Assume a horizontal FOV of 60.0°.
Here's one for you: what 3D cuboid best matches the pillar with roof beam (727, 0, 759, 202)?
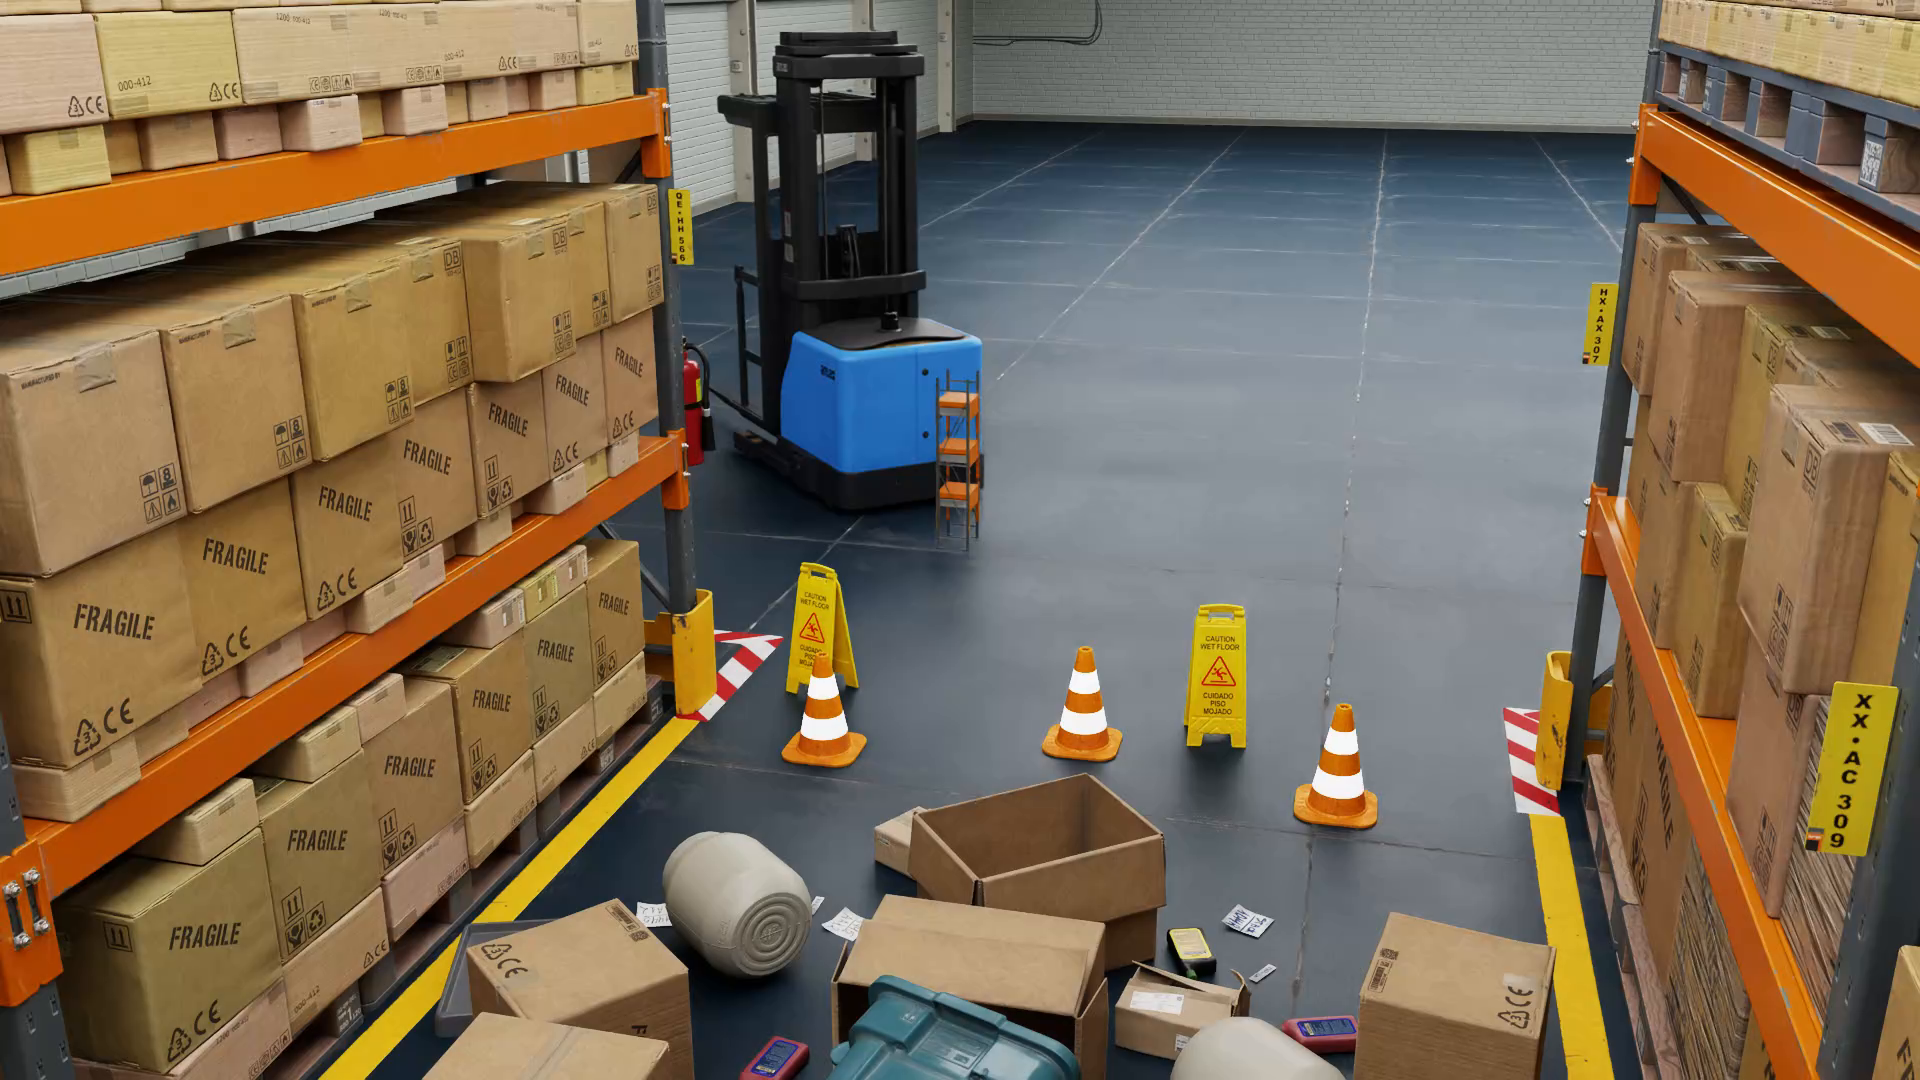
[{"bbox_3d":[0.961,-9.104,22.921,9.100,9.000,0.400,5,19,13],"label":"pillar with roof beam"}]

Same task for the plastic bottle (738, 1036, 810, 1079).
[{"bbox_3d":[-0.596,1.668,5.210,0.133,0.061,0.283,8,21,23],"label":"plastic bottle"}]

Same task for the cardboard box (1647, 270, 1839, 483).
[{"bbox_3d":[2.630,-0.485,5.064,0.875,0.550,0.550,5,19,13],"label":"cardboard box"}]

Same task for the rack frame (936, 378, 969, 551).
[{"bbox_3d":[-0.043,-0.442,9.857,0.200,1.050,0.008,5,19,13],"label":"rack frame"}]

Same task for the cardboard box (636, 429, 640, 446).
[{"bbox_3d":[-1.637,-0.467,7.303,0.380,0.149,0.250,5,20,15],"label":"cardboard box"}]

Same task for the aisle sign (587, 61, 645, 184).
[{"bbox_3d":[-1.456,-1.947,7.224,0.394,0.787,0.004,5,19,13],"label":"aisle sign"}]

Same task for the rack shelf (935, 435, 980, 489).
[{"bbox_3d":[-0.013,-0.470,9.972,0.215,0.259,0.240,5,19,13],"label":"rack shelf"}]

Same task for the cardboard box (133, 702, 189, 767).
[{"bbox_3d":[-2.331,0.496,4.483,0.380,0.149,0.250,5,20,15],"label":"cardboard box"}]

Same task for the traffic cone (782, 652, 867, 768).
[{"bbox_3d":[-0.607,0.717,7.372,0.336,0.463,0.334,5,19,13],"label":"traffic cone"}]

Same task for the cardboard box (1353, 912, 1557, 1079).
[{"bbox_3d":[1.479,1.507,4.998,0.500,0.500,0.500,8,21,23],"label":"cardboard box"}]

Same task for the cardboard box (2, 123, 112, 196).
[{"bbox_3d":[-2.295,-0.923,3.996,0.380,0.149,0.250,5,19,13],"label":"cardboard box"}]

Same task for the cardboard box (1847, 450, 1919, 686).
[{"bbox_3d":[2.218,0.198,3.064,0.875,0.550,0.550,5,19,13],"label":"cardboard box"}]

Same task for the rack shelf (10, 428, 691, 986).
[{"bbox_3d":[-2.241,0.247,5.936,1.077,0.370,4.000,5,19,13],"label":"rack shelf"}]

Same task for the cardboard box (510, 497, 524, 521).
[{"bbox_3d":[-1.907,-0.148,6.368,0.380,0.149,0.250,5,19,14],"label":"cardboard box"}]

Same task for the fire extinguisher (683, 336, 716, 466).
[{"bbox_3d":[-1.278,-0.683,7.666,0.296,0.674,0.183,5,19,13],"label":"fire extinguisher"}]

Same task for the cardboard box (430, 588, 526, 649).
[{"bbox_3d":[-1.851,0.274,6.186,0.380,0.149,0.250,6,20,16],"label":"cardboard box"}]

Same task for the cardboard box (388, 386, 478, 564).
[{"bbox_3d":[-2.013,-0.246,5.651,0.500,0.500,0.500,5,19,14],"label":"cardboard box"}]

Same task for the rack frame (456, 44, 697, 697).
[{"bbox_3d":[-1.753,-0.720,7.655,1.000,3.000,0.127,5,19,13],"label":"rack frame"}]

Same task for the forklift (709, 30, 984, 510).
[{"bbox_3d":[-0.976,-2.008,11.533,1.130,2.935,3.031,-10,21,-26],"label":"forklift"}]

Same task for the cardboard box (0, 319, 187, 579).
[{"bbox_3d":[-2.412,-0.248,4.112,0.700,0.500,0.500,4,19,13],"label":"cardboard box"}]

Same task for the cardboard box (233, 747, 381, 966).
[{"bbox_3d":[-2.205,0.949,5.212,0.500,0.500,0.500,5,20,16],"label":"cardboard box"}]

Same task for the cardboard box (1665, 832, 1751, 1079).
[{"bbox_3d":[2.533,1.225,4.597,0.875,0.875,0.875,5,19,14],"label":"cardboard box"}]

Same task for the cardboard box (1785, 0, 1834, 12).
[{"bbox_3d":[2.214,-1.332,3.773,0.500,0.250,0.500,4,19,13],"label":"cardboard box"}]

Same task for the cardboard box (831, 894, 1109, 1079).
[{"bbox_3d":[0.053,1.441,4.979,0.797,0.637,0.503,5,19,13],"label":"cardboard box"}]

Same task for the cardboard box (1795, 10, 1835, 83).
[{"bbox_3d":[2.122,-1.111,3.744,0.380,0.149,0.250,5,19,14],"label":"cardboard box"}]

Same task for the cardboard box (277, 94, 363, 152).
[{"bbox_3d":[-2.016,-1.242,4.932,0.380,0.149,0.250,4,19,12],"label":"cardboard box"}]

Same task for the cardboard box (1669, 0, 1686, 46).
[{"bbox_3d":[2.616,-1.745,5.600,0.380,0.149,0.250,5,19,14],"label":"cardboard box"}]

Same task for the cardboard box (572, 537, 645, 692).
[{"bbox_3d":[-1.696,0.299,7.114,0.500,0.500,0.500,5,19,14],"label":"cardboard box"}]

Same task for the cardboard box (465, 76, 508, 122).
[{"bbox_3d":[-1.837,-1.569,5.890,0.380,0.149,0.250,5,19,13],"label":"cardboard box"}]

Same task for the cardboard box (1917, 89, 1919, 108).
[{"bbox_3d":[1.874,-0.793,2.812,0.380,0.149,0.250,5,19,13],"label":"cardboard box"}]

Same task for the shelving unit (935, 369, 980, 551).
[{"bbox_3d":[-0.013,-0.480,9.969,0.215,1.050,0.252,5,19,13],"label":"shelving unit"}]

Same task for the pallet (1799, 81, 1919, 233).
[{"bbox_3d":[2.305,-0.740,3.210,1.003,0.211,1.213,5,19,13],"label":"pallet"}]

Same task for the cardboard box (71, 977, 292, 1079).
[{"bbox_3d":[-2.324,1.473,4.840,0.500,0.250,0.500,4,19,11],"label":"cardboard box"}]

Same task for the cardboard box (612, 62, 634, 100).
[{"bbox_3d":[-1.569,-1.887,6.818,0.380,0.149,0.250,5,19,14],"label":"cardboard box"}]

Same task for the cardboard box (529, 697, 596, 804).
[{"bbox_3d":[-1.824,0.819,6.754,0.500,0.250,0.500,5,19,14],"label":"cardboard box"}]

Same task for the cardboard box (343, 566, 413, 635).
[{"bbox_3d":[-2.020,0.179,5.411,0.380,0.149,0.250,5,19,14],"label":"cardboard box"}]

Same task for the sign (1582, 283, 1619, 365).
[{"bbox_3d":[2.535,-0.854,6.584,0.100,0.325,0.005,5,19,13],"label":"sign"}]

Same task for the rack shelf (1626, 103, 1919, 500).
[{"bbox_3d":[2.583,-0.813,4.399,1.077,0.370,4.000,5,19,13],"label":"rack shelf"}]

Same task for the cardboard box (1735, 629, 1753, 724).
[{"bbox_3d":[2.532,0.371,4.228,0.875,0.550,0.550,5,19,13],"label":"cardboard box"}]

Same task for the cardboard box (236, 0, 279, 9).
[{"bbox_3d":[-2.126,-1.545,4.584,0.380,0.149,0.250,4,19,12],"label":"cardboard box"}]

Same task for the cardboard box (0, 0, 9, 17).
[{"bbox_3d":[-2.336,-1.217,3.624,0.380,0.149,0.250,4,19,12],"label":"cardboard box"}]

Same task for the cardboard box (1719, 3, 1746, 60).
[{"bbox_3d":[2.369,-1.430,4.676,0.380,0.149,0.250,5,19,13],"label":"cardboard box"}]

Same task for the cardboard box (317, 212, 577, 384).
[{"bbox_3d":[-1.822,-0.878,5.955,0.700,0.500,0.500,4,19,13],"label":"cardboard box"}]

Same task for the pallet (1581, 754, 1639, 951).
[{"bbox_3d":[2.953,1.216,6.302,1.003,0.211,1.213,5,19,13],"label":"pallet"}]

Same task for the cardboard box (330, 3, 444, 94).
[{"bbox_3d":[-1.984,-1.548,5.212,0.500,0.250,0.500,5,19,14],"label":"cardboard box"}]
